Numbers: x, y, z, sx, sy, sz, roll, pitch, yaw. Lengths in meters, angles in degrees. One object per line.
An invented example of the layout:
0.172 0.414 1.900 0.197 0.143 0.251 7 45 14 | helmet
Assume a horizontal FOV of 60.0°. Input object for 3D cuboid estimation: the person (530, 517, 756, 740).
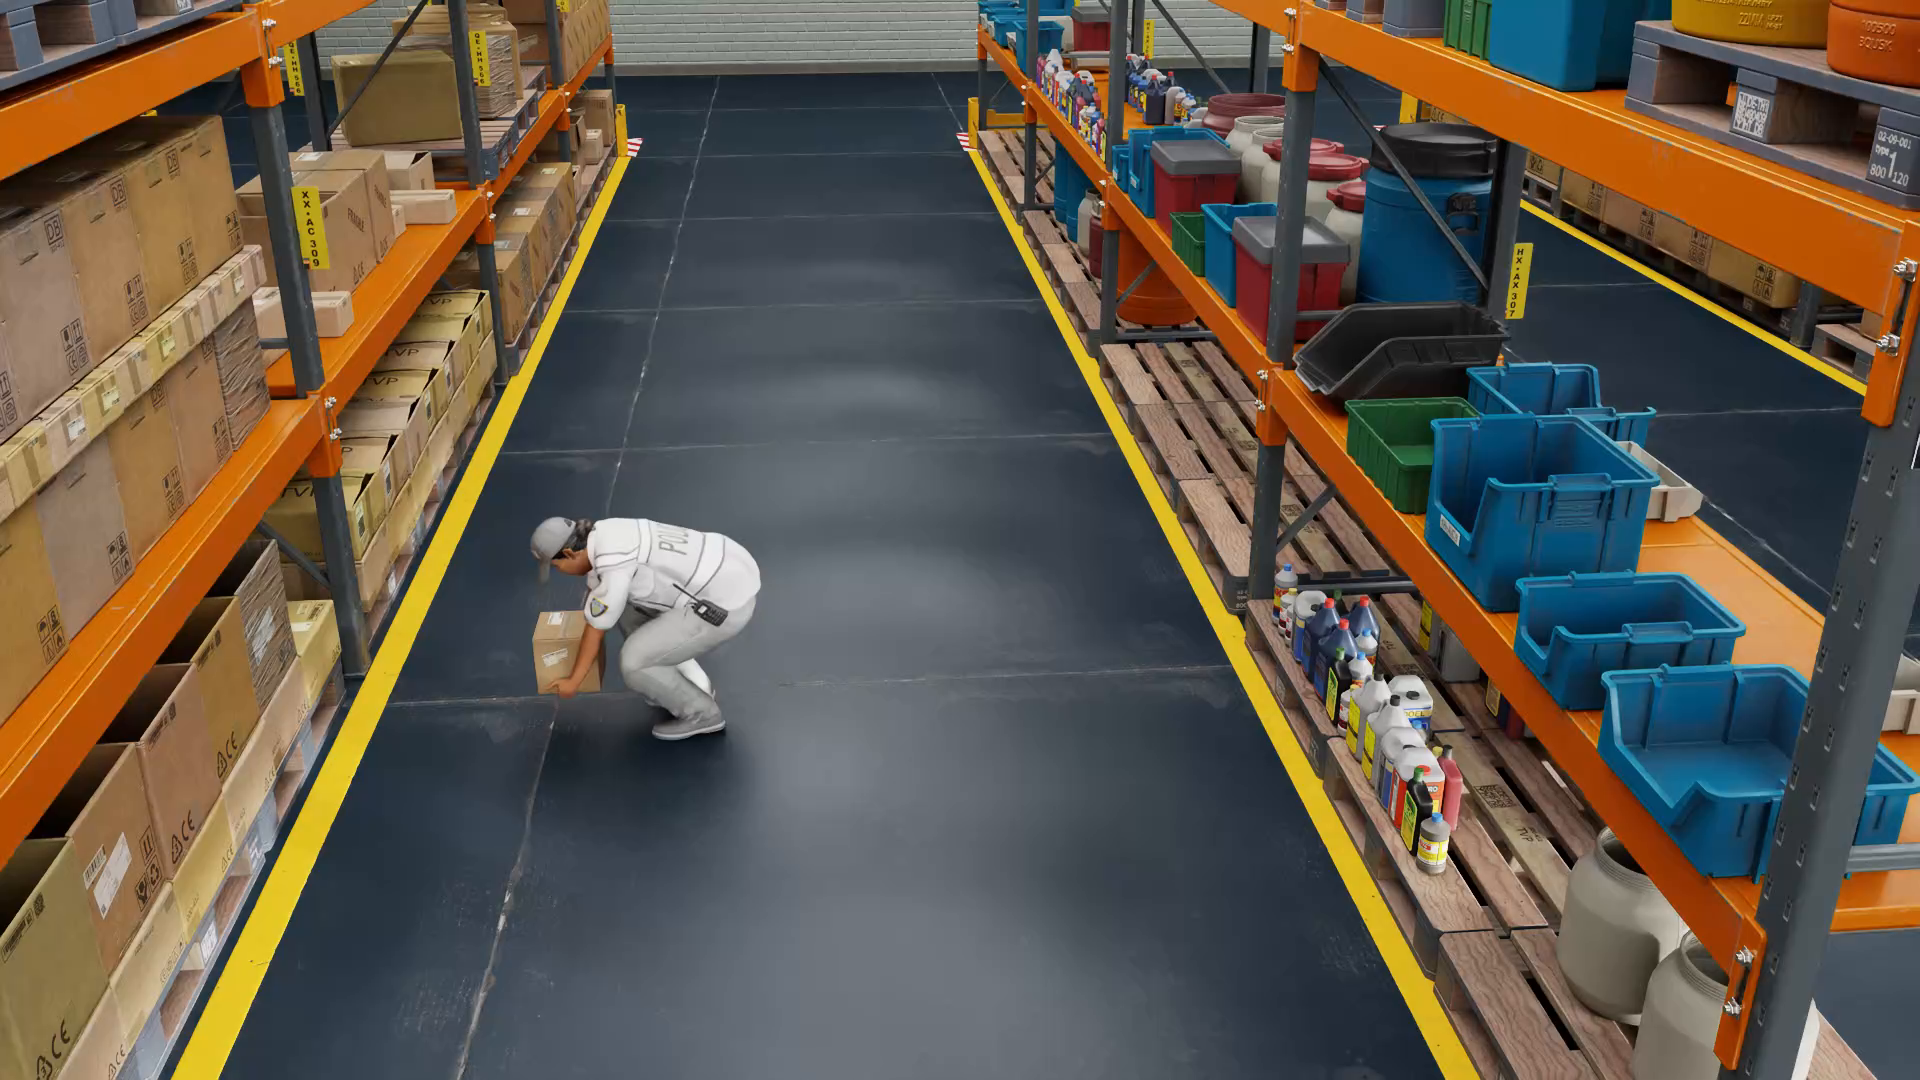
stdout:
-1.300 0.322 6.774 0.801 0.943 0.507 -3 24 -7 | person
